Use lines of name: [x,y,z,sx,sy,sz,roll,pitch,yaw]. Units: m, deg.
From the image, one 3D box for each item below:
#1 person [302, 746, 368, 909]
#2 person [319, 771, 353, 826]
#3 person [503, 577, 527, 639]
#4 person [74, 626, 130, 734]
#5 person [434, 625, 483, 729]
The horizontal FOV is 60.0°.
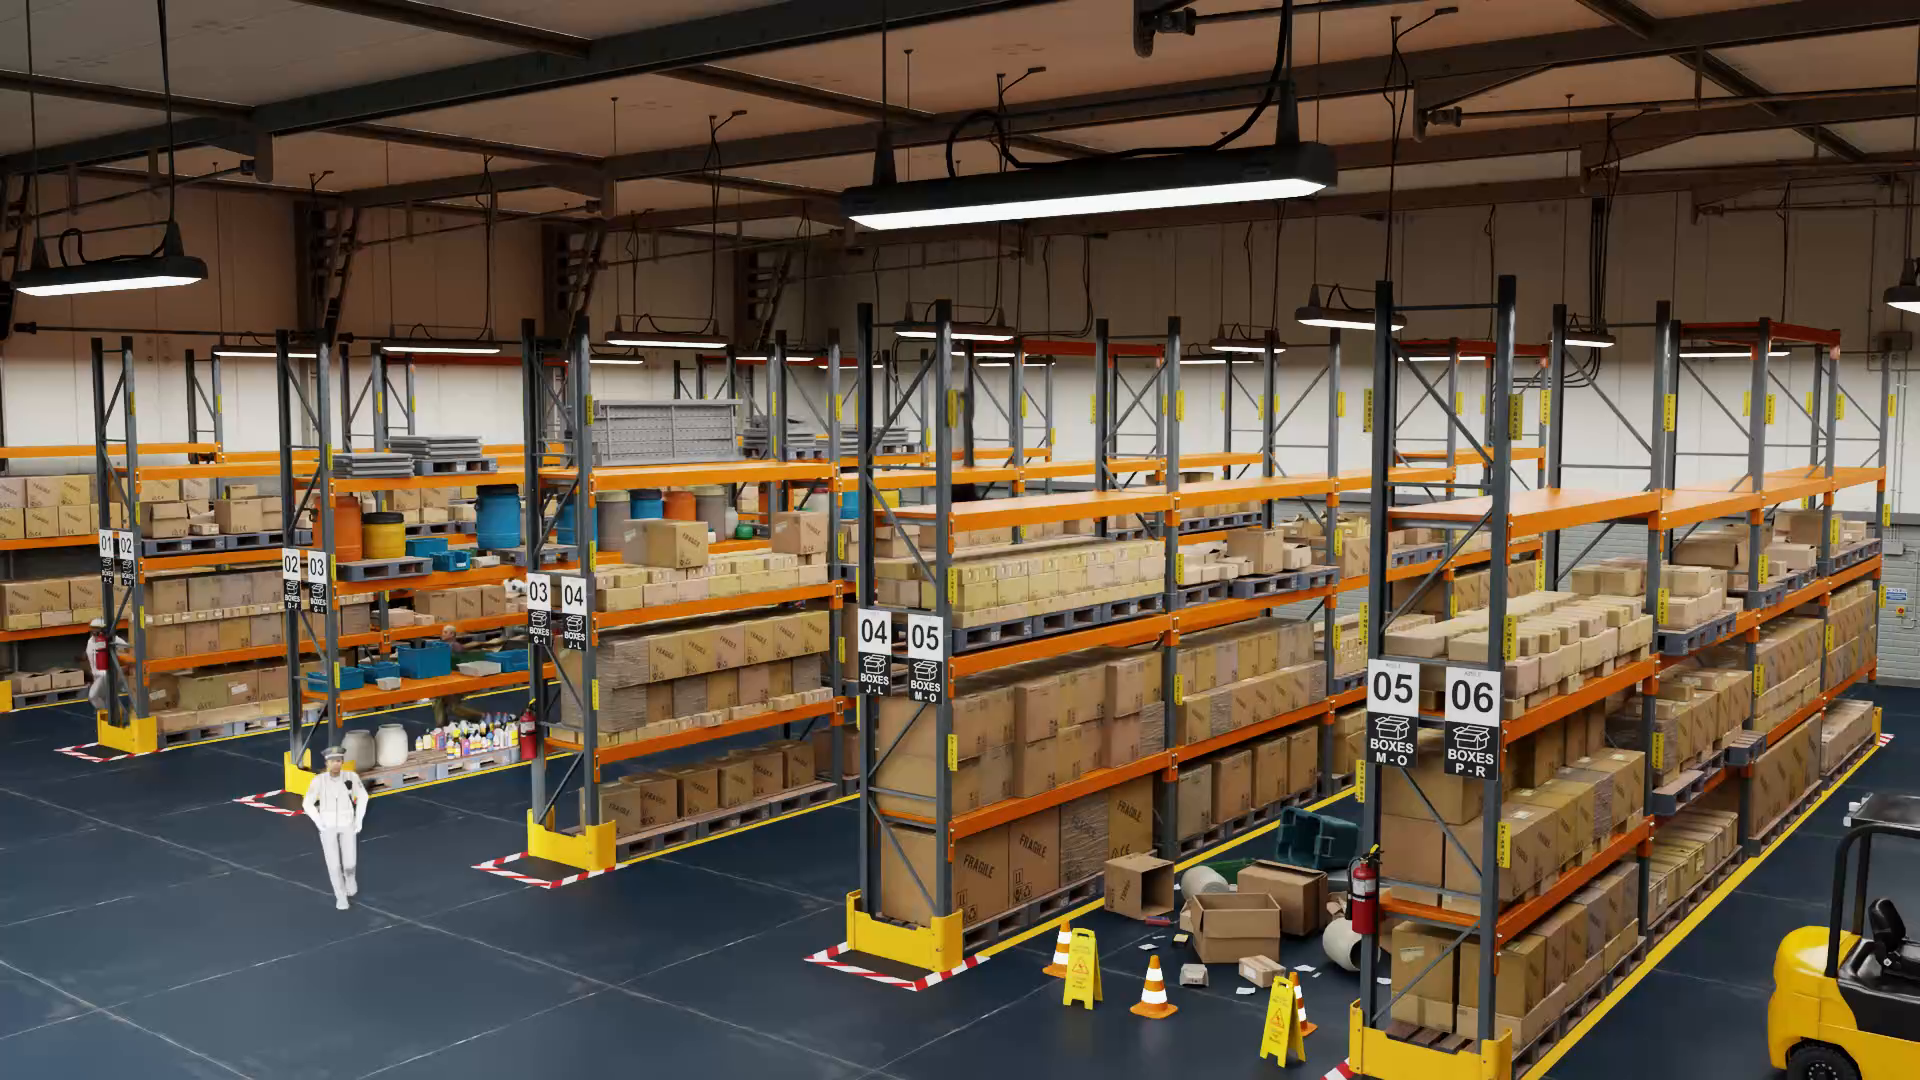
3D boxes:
person: [-6.282,2.886,16.749,0.623,1.661,0.509,-2,5,-20]
person: [-3.199,2.714,18.014,4.093,1.666,6.001,3,6,34]
person: [-8.968,1.385,33.484,0.672,1.755,0.815,3,6,27]
person: [-13.162,2.098,25.589,0.708,1.740,0.795,3,6,30]
person: [-7.527,2.097,24.685,0.676,1.674,0.840,4,7,41]
